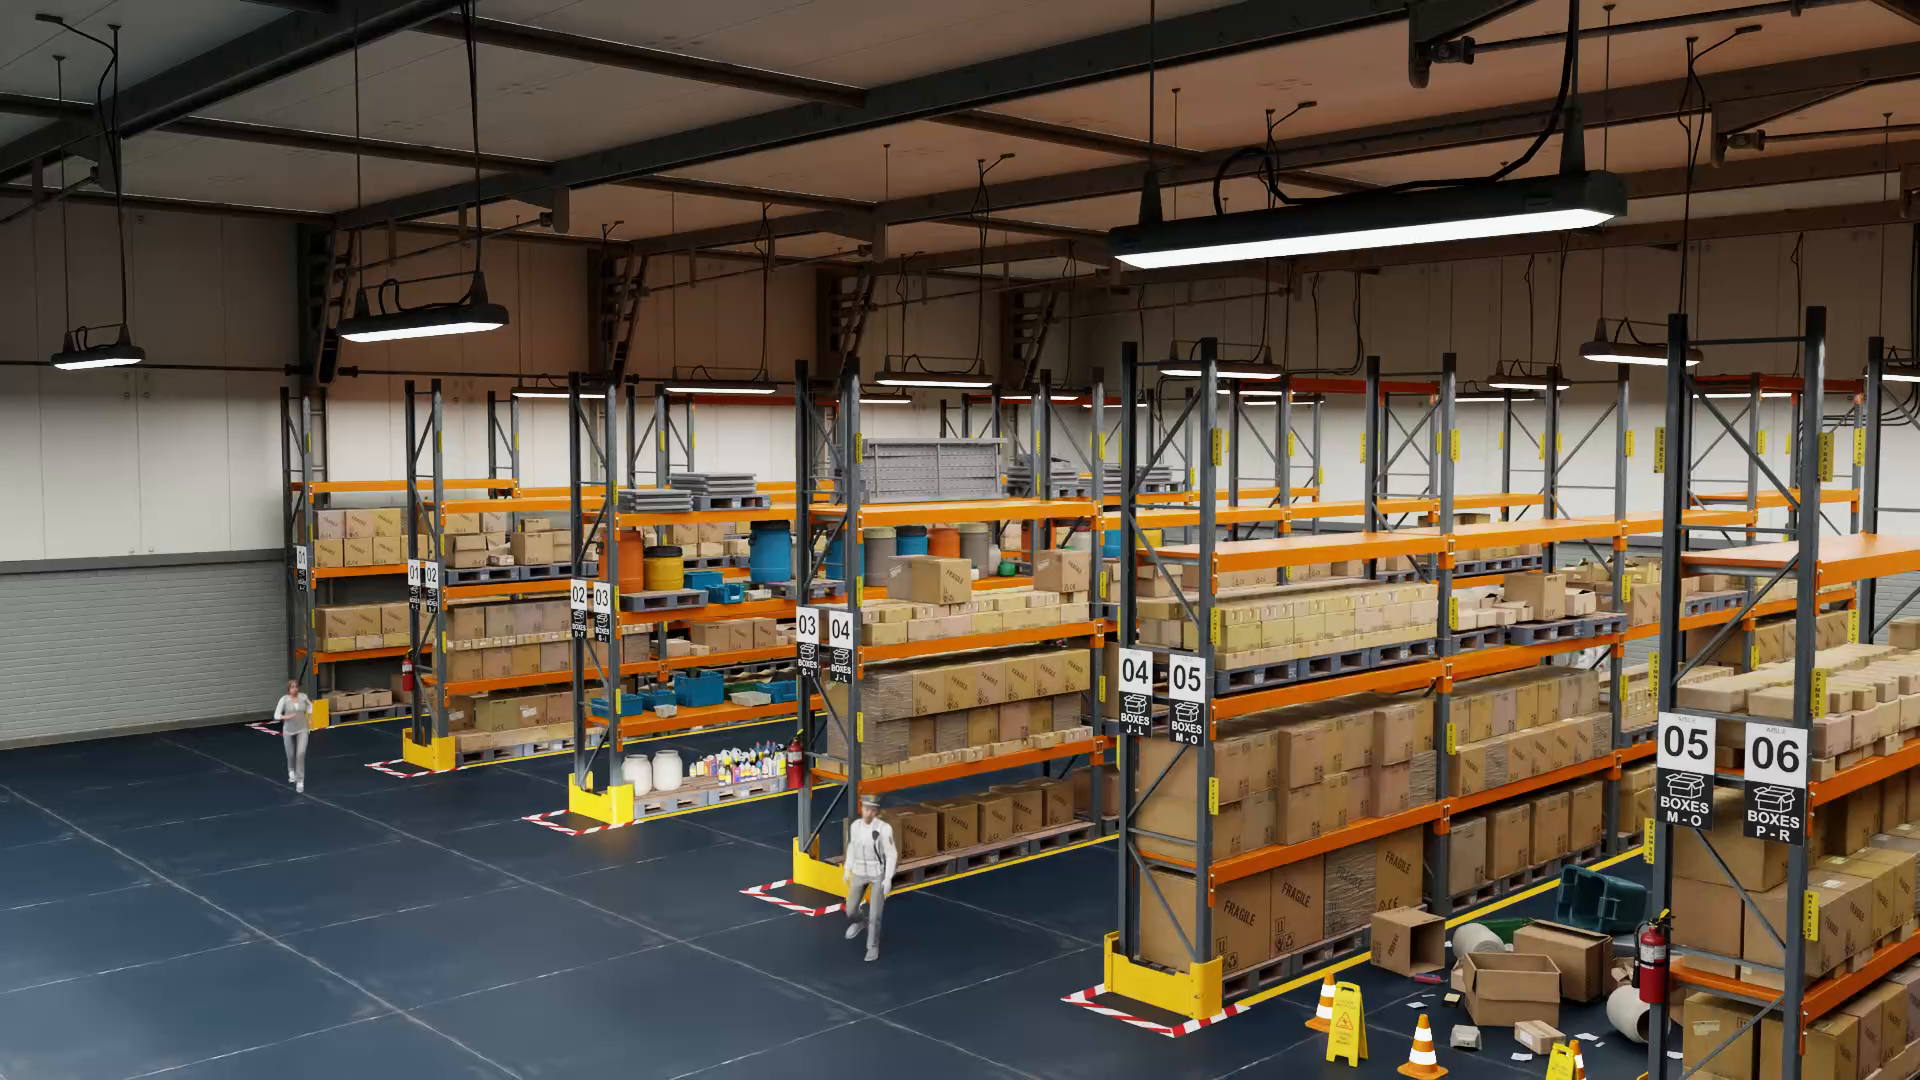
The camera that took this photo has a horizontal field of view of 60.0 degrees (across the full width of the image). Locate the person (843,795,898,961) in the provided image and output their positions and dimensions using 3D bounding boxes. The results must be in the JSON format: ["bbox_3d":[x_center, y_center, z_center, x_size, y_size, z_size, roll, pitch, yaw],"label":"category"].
[{"bbox_3d":[-0.889,3.291,16.410,0.649,1.654,0.652,1,4,15],"label":"person"}]

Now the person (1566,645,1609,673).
[{"bbox_3d":[11.281,2.397,29.909,0.632,1.788,0.888,-1,4,-17],"label":"person"}]

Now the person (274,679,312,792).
[{"bbox_3d":[-9.644,2.795,24.085,0.521,1.592,0.888,-2,4,-23],"label":"person"}]
